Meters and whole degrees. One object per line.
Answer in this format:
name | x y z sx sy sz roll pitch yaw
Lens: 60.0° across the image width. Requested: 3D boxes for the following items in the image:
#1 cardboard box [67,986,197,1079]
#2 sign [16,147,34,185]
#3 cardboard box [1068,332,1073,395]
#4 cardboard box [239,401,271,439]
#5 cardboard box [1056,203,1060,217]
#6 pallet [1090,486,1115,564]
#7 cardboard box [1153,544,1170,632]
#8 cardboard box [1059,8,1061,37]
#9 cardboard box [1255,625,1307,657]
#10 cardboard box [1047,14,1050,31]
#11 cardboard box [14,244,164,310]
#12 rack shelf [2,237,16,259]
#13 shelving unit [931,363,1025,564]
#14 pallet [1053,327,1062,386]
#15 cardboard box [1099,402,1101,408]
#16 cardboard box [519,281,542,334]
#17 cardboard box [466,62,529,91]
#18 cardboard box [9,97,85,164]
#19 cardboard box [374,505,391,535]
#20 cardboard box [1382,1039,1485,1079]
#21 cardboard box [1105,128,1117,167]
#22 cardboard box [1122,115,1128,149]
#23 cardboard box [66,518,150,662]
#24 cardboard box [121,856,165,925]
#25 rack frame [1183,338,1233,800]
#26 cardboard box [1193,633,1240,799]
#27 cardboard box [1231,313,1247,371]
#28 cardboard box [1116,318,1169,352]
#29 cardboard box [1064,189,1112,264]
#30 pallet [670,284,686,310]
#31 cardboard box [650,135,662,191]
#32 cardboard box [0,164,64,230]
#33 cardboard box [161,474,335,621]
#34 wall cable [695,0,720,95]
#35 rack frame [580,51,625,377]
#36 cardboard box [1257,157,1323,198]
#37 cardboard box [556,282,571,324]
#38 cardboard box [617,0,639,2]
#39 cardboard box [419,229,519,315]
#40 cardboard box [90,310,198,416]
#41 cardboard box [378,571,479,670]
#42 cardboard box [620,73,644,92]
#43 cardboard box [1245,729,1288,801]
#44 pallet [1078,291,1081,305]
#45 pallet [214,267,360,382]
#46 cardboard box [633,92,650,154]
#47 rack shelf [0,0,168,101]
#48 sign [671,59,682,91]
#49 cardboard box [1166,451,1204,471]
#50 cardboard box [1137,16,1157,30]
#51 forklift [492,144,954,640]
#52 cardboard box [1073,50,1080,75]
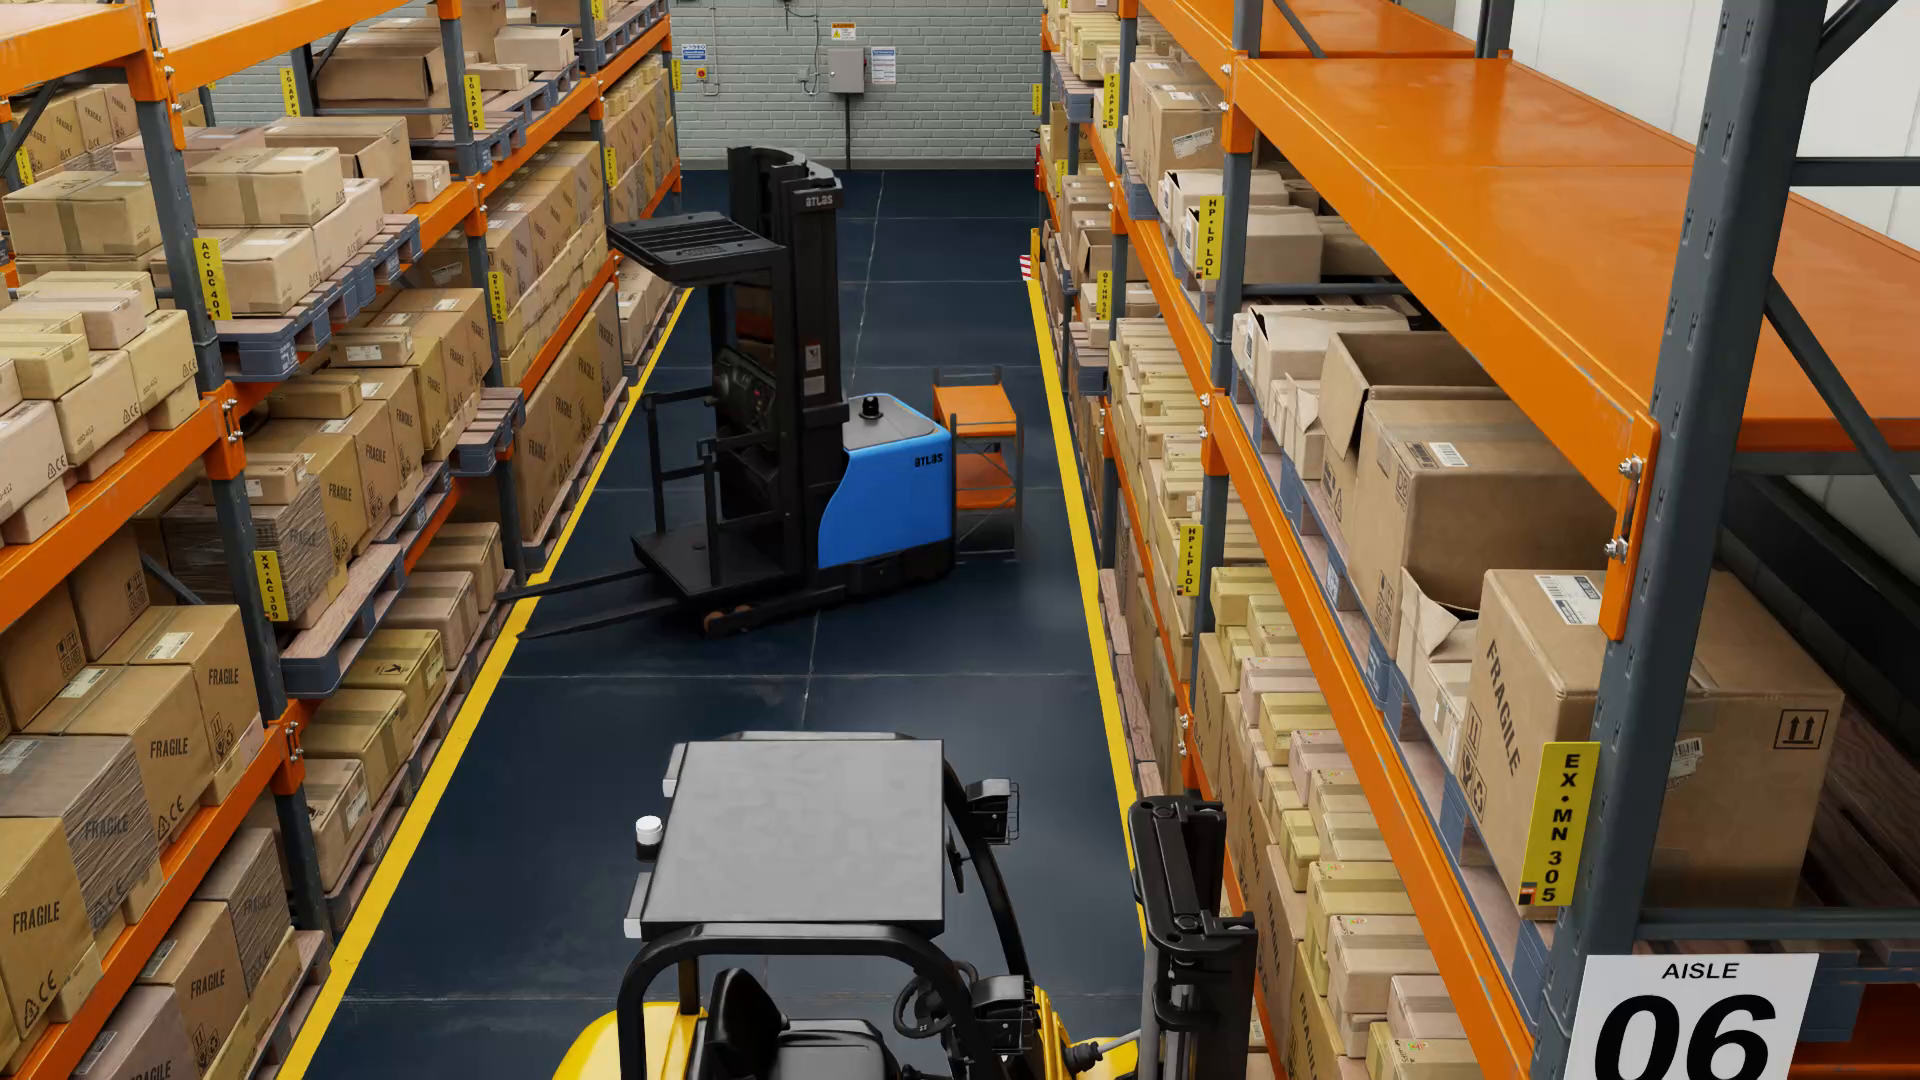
cardboard box | -3.162 1.978 6.038 0.500 0.500 0.500 1 24 2
sign | -7.932 -3.169 14.094 0.100 0.325 0.005 0 24 -1
cardboard box | 1.205 -1.577 14.504 0.500 0.500 0.500 1 24 2
cardboard box | -3.692 -0.383 8.349 0.500 0.500 0.500 1 24 1
cardboard box | 1.111 -3.168 15.803 0.380 0.149 0.250 -1 24 -1
pallet | 1.498 -0.114 12.129 1.003 0.211 1.213 0 24 -1
cardboard box | 1.234 0.226 8.175 0.500 0.250 0.500 0 24 -1
cardboard box | 1.153 -4.571 14.780 0.500 0.250 0.500 -1 24 -2
cardboard box | 1.324 0.440 6.251 0.380 0.149 0.250 -1 24 -2
cardboard box | 1.067 -5.176 16.603 0.380 0.149 0.250 0 24 1
cardboard box | -3.602 -1.134 7.034 0.500 0.250 0.500 -1 24 -2
rack shelf | -8.509 -3.134 16.295 1.077 0.370 4.000 0 24 -1
shelving unit | 0.118 -0.566 12.019 0.538 1.125 1.048 -3 25 -7
pallet | 1.418 -1.737 15.719 1.003 0.211 1.213 0 24 -1
cardboard box | 1.256 -1.060 12.573 0.380 0.149 0.250 -1 24 -1
cardboard box | -3.258 -1.635 11.684 0.500 0.250 0.500 0 24 1
cardboard box | -3.368 -3.374 12.088 0.380 0.166 0.250 2 24 4
cardboard box | -8.269 -3.674 14.922 0.500 0.500 0.500 -1 24 -2
cardboard box | -3.177 -0.138 8.594 0.380 0.149 0.250 0 24 0
cardboard box | 1.277 1.387 4.156 0.380 0.149 0.250 0 24 1
cardboard box | 1.220 -2.585 10.752 0.500 0.250 0.500 -1 24 -2
cardboard box | 1.169 -2.429 9.876 0.380 0.166 0.250 0 24 -1
cardboard box | -3.663 0.141 6.486 0.700 0.500 0.500 -1 24 -1
cardboard box | -3.129 1.260 6.013 0.380 0.149 0.250 -1 24 -1
rack frame | 1.512 0.572 7.230 1.000 3.000 0.127 0 24 -1
cardboard box | 1.256 0.710 6.802 0.500 0.500 0.500 -1 24 -2
cardboard box | 1.213 -0.731 6.144 0.380 0.149 0.250 0 24 1
cardboard box | 1.177 -1.285 10.426 0.380 0.149 0.250 0 24 1
cardboard box | 1.212 -2.548 13.496 0.700 0.500 0.500 0 24 0
pallet | -3.495 -2.750 17.957 1.003 0.211 1.213 0 24 -1
cardboard box | -3.306 -3.779 16.726 0.500 0.500 0.500 0 24 1
cardboard box | -8.241 -3.023 14.696 0.500 0.500 0.500 -1 24 -2
cardboard box | -3.170 0.029 7.438 0.500 0.500 0.500 0 24 1
wall cable | -3.667 -7.150 23.031 0.585 1.953 0.123 0 24 -1
rack frame | -3.538 -2.701 14.466 1.000 3.000 0.127 0 24 -1
cardboard box | 1.703 -1.897 8.701 0.380 0.166 0.250 0 24 -1
cardboard box | -3.281 -1.818 12.696 0.500 0.250 0.500 0 24 -1
cardboard box | -3.403 -5.481 16.646 0.380 0.149 0.250 -2 24 -5
cardboard box | -3.256 -1.758 11.046 0.500 0.500 0.500 -1 24 -2
cardboard box | -3.177 -0.657 6.127 0.500 0.250 0.500 0 24 -1
cardboard box | -3.483 0.490 10.089 0.950 0.372 0.625 -1 24 -2
cardboard box | -3.309 -4.473 16.263 0.380 0.149 0.250 0 24 1
cardboard box | 1.218 0.787 5.845 0.380 0.149 0.250 0 24 -1
pallet | 1.443 -1.791 12.685 1.003 0.211 1.213 0 24 -1
pallet | -3.351 -0.941 7.161 1.213 0.211 1.003 0 24 -1
cardboard box | -3.298 -4.027 16.062 0.500 0.500 0.500 0 24 -1
rack shelf | -3.429 -0.985 4.267 1.077 0.370 4.000 0 24 -1
sign | -3.039 -4.982 17.815 0.100 0.325 0.005 0 24 -1
cardboard box | 1.240 -0.333 8.320 0.380 0.149 0.250 -1 24 -2
cardboard box | 1.582 -4.018 13.050 0.380 0.149 0.250 -1 24 -2
forklift | -1.574 -0.951 10.679 3.031 2.935 1.130 -13 28 -27
cardboard box | 1.038 -3.564 12.407 0.380 0.149 0.250 0 24 1
